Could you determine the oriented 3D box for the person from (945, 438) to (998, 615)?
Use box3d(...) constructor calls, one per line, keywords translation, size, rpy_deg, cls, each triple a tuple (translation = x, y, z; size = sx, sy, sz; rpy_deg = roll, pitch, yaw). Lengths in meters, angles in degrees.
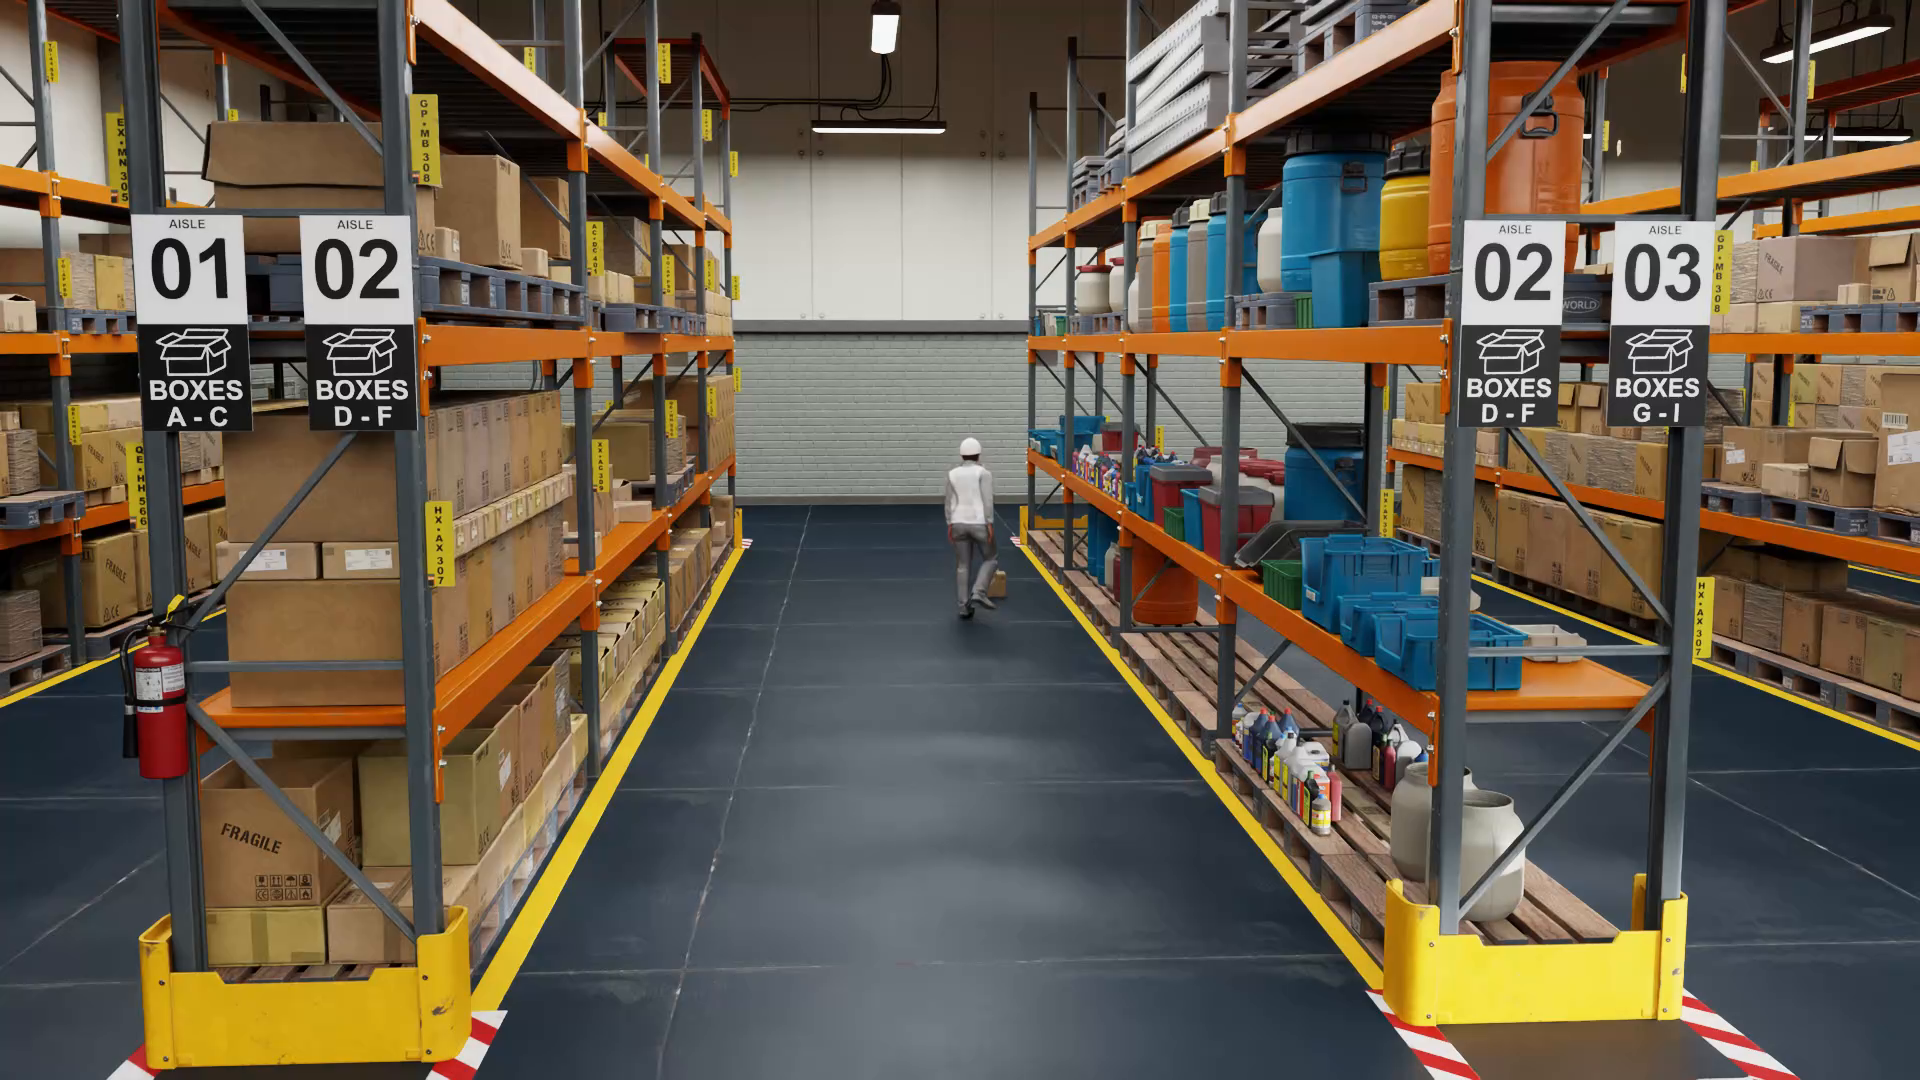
box3d(translation=(0.105, -0.142, 16.691), size=(0.567, 1.759, 0.488), rpy_deg=(3, 7, 22), cls="person")
